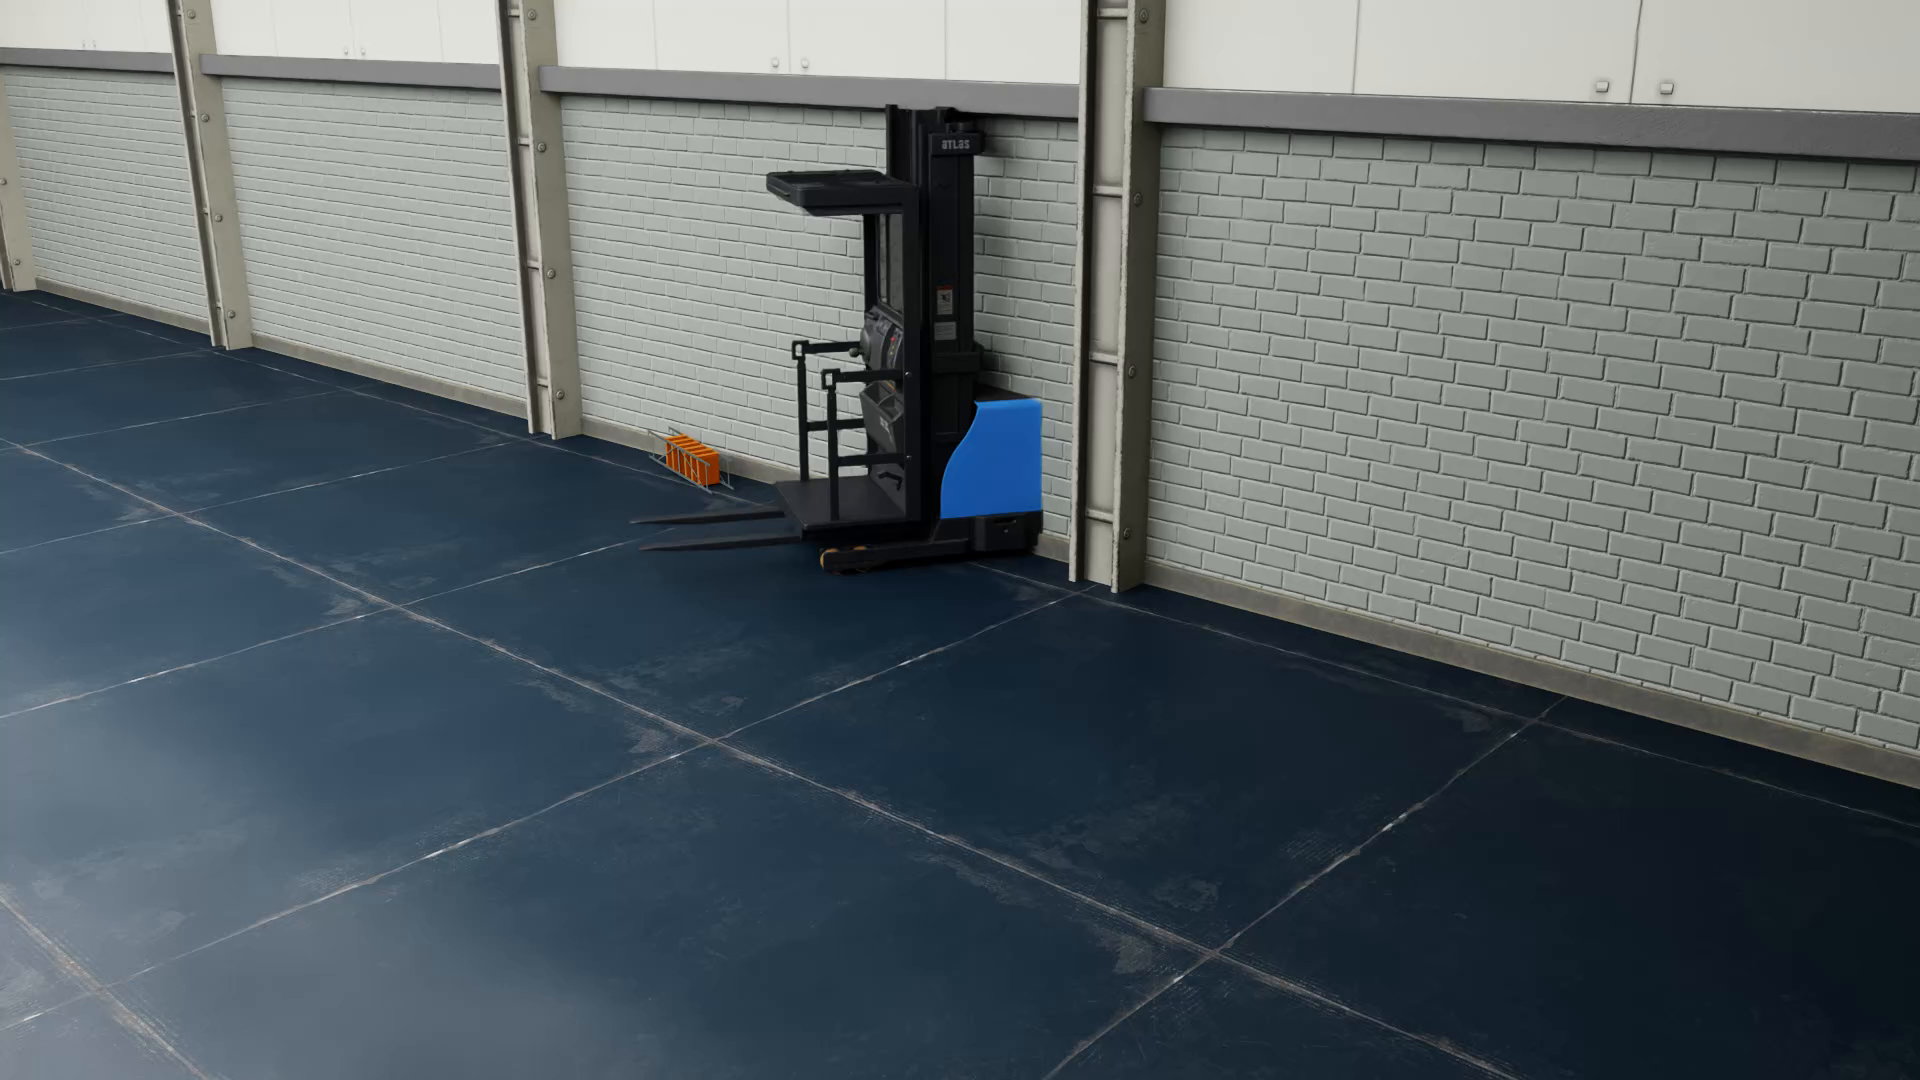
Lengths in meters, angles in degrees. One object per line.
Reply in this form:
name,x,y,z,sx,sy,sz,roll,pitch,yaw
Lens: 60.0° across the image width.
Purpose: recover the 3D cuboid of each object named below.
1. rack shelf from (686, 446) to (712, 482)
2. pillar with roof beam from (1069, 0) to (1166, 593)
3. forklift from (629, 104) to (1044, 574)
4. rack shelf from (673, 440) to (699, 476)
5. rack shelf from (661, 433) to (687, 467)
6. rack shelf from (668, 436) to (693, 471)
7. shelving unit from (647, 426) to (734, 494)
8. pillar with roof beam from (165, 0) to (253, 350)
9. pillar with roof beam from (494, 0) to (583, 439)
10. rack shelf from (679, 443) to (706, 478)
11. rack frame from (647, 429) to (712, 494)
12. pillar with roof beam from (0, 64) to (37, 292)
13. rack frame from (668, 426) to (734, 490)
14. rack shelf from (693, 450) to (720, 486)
rack shelf,-2.036,-0.588,13.018,0.180,0.258,0.103,-13,23,-31
pillar with roof beam,-1.905,-3.051,6.349,0.400,9.000,9.100,15,23,39
forklift,-0.703,-1.350,11.019,3.031,2.935,1.130,-5,18,-16
rack shelf,-2.167,-0.654,13.209,0.180,0.258,0.103,-13,23,-31
rack shelf,-2.297,-0.720,13.399,0.180,0.258,0.103,-13,23,-31
rack shelf,-2.232,-0.687,13.304,0.180,0.258,0.103,-13,23,-31
shelving unit,-2.143,-0.642,13.174,0.189,0.258,1.200,-13,23,-31
pillar with roof beam,-10.880,-5.460,13.941,0.400,9.000,9.100,15,23,39
pillar with roof beam,-6.392,-4.256,10.145,0.400,9.000,9.100,15,23,39
rack shelf,-2.102,-0.621,13.114,0.180,0.258,0.103,-13,23,-31
rack frame,-2.219,-0.625,13.127,0.006,0.240,1.200,-13,23,-31
pillar with roof beam,-15.368,-6.665,17.737,0.400,9.000,9.100,15,23,39
rack frame,-2.066,-0.659,13.220,0.006,0.240,1.200,-13,23,-31
rack shelf,-1.971,-0.555,12.923,0.180,0.258,0.103,-13,23,-31
